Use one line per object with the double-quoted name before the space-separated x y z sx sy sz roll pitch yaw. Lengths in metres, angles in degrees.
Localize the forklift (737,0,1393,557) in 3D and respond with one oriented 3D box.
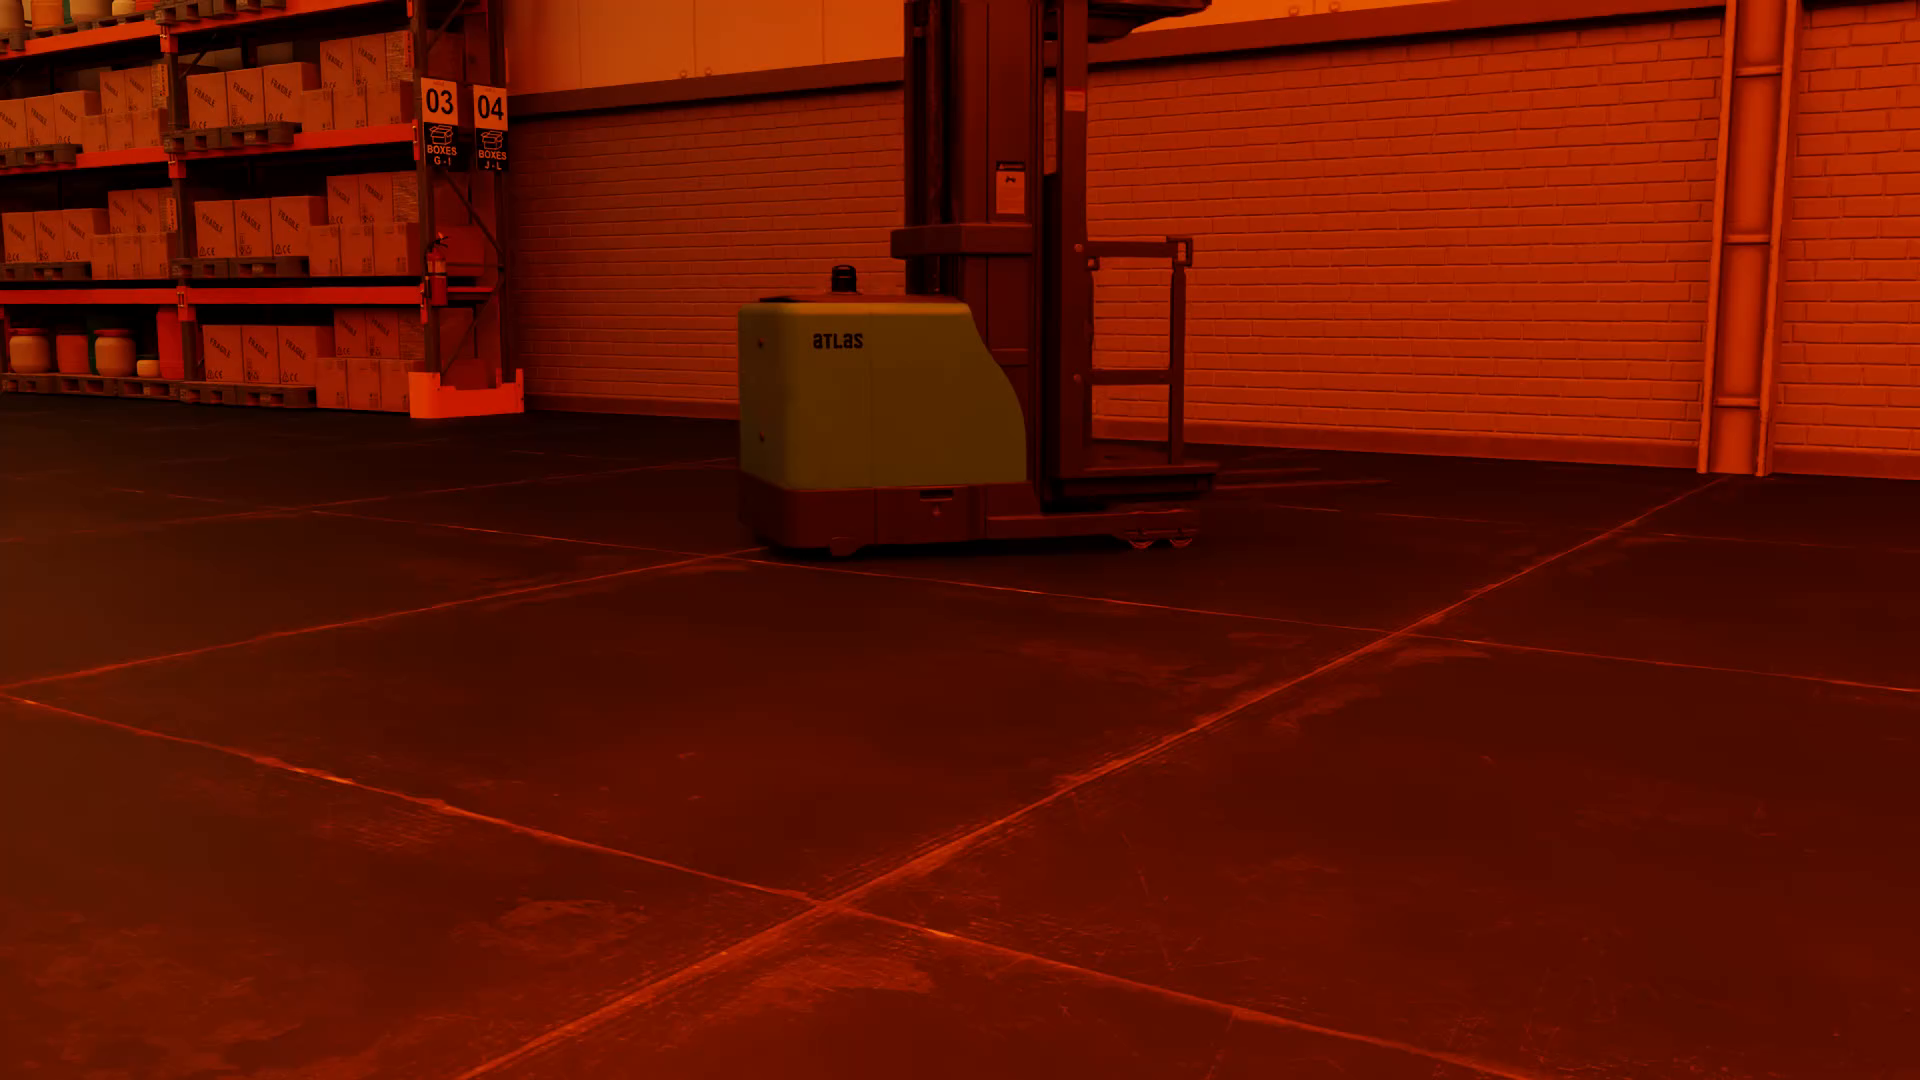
"forklift" 0.542 -1.482 7.617 3.031 2.935 1.130 -3 9 -19
